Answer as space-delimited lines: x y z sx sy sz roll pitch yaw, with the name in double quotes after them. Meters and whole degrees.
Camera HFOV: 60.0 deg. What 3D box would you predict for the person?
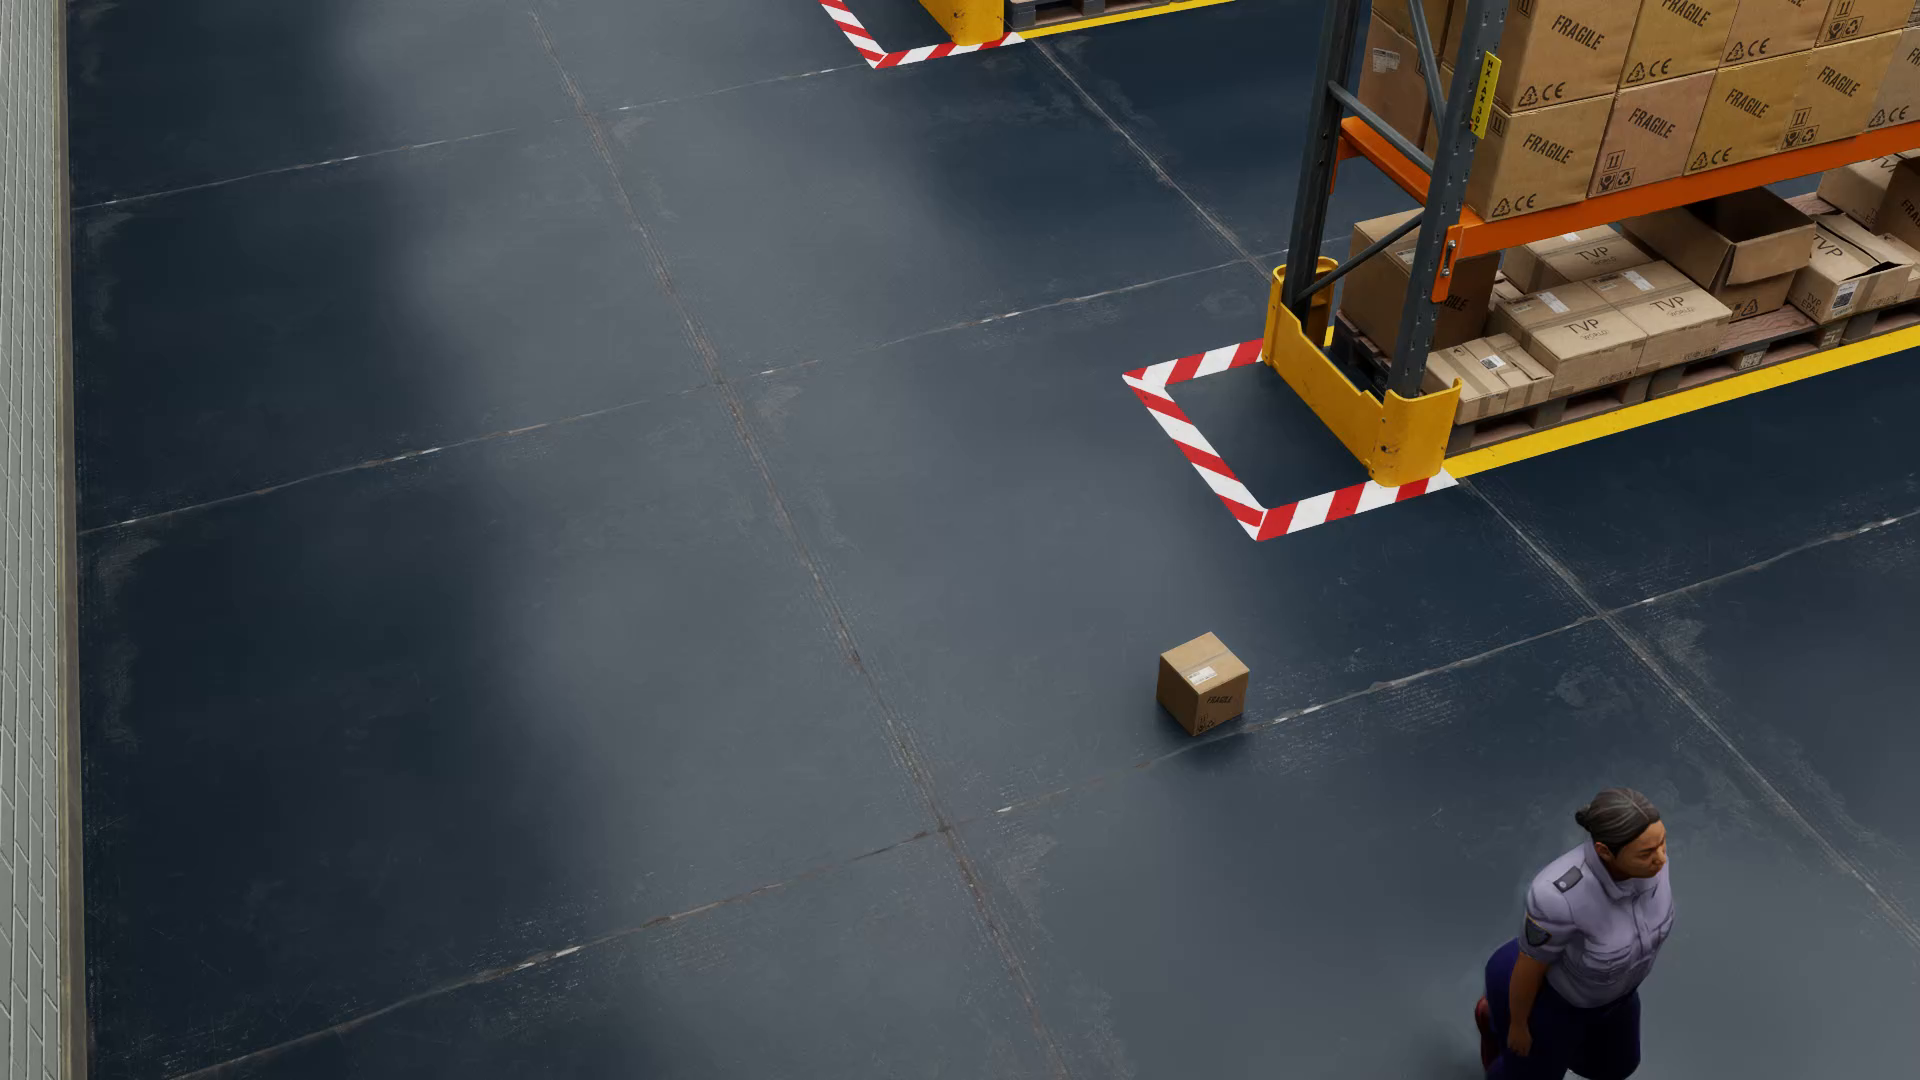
1.712 1.248 4.761 0.472 1.620 0.481 -21 46 -22 "person"
